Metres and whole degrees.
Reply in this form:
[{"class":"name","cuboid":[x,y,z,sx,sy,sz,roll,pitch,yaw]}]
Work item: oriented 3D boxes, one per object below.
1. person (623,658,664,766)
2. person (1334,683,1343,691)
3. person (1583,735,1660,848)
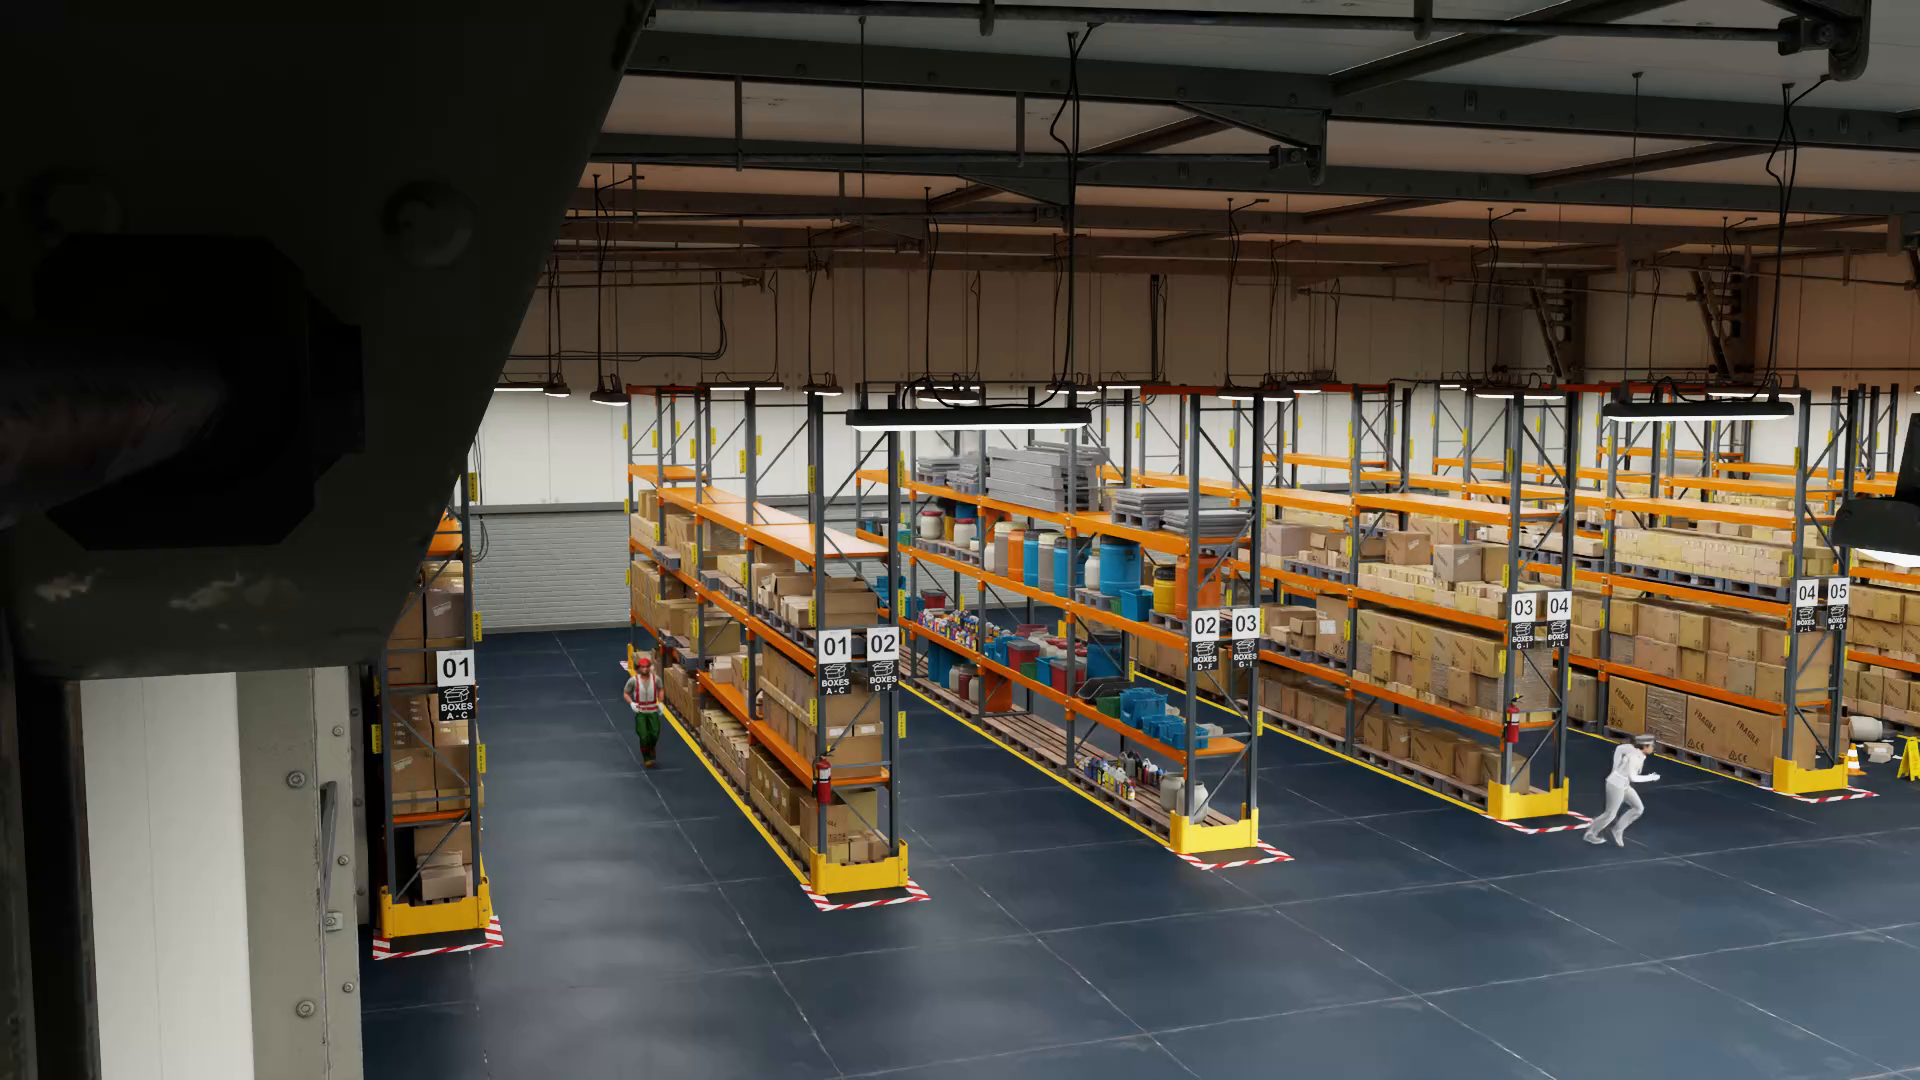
[{"class":"person","cuboid":[-5.011,2.733,26.437,0.659,1.745,0.590,-2,6,-18]},{"class":"person","cuboid":[7.213,2.257,31.183,0.680,1.756,0.991,-2,6,-16]},{"class":"person","cuboid":[8.749,3.310,21.972,0.904,1.532,0.616,3,6,25]}]
